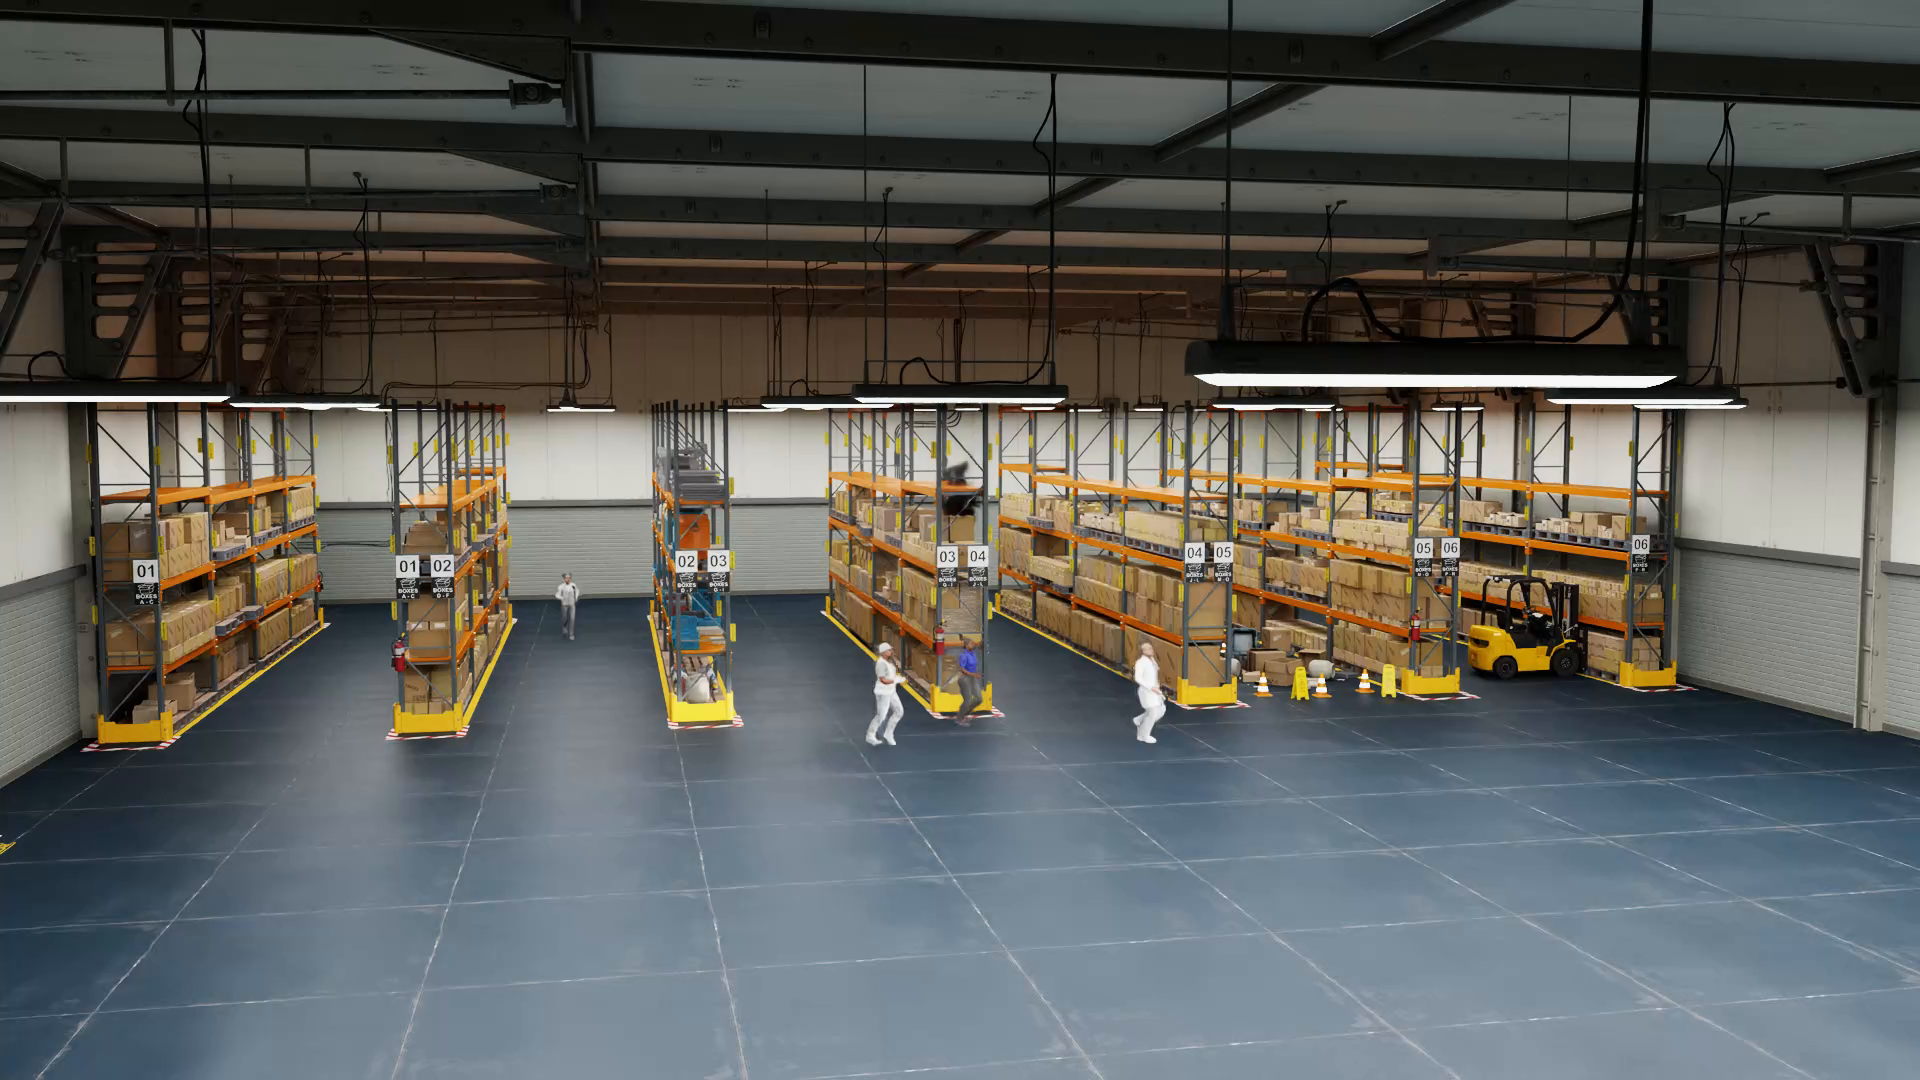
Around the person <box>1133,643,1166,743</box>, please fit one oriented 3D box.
[{"bbox_3d":[3.291,2.666,29.120,0.574,1.741,0.709,2,5,30],"label":"person"}]

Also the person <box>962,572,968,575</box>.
[{"bbox_3d":[-0.112,1.198,48.167,0.757,1.771,0.896,1,4,11],"label":"person"}]

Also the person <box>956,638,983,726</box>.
[{"bbox_3d":[0.208,2.616,30.589,0.589,1.609,0.605,3,5,31],"label":"person"}]

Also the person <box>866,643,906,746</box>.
[{"bbox_3d":[-1.263,2.677,28.650,0.739,1.830,0.692,1,4,15],"label":"person"}]

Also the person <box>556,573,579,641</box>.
[{"bbox_3d":[-10.013,1.678,42.492,0.616,1.705,0.916,-2,5,-23],"label":"person"}]
